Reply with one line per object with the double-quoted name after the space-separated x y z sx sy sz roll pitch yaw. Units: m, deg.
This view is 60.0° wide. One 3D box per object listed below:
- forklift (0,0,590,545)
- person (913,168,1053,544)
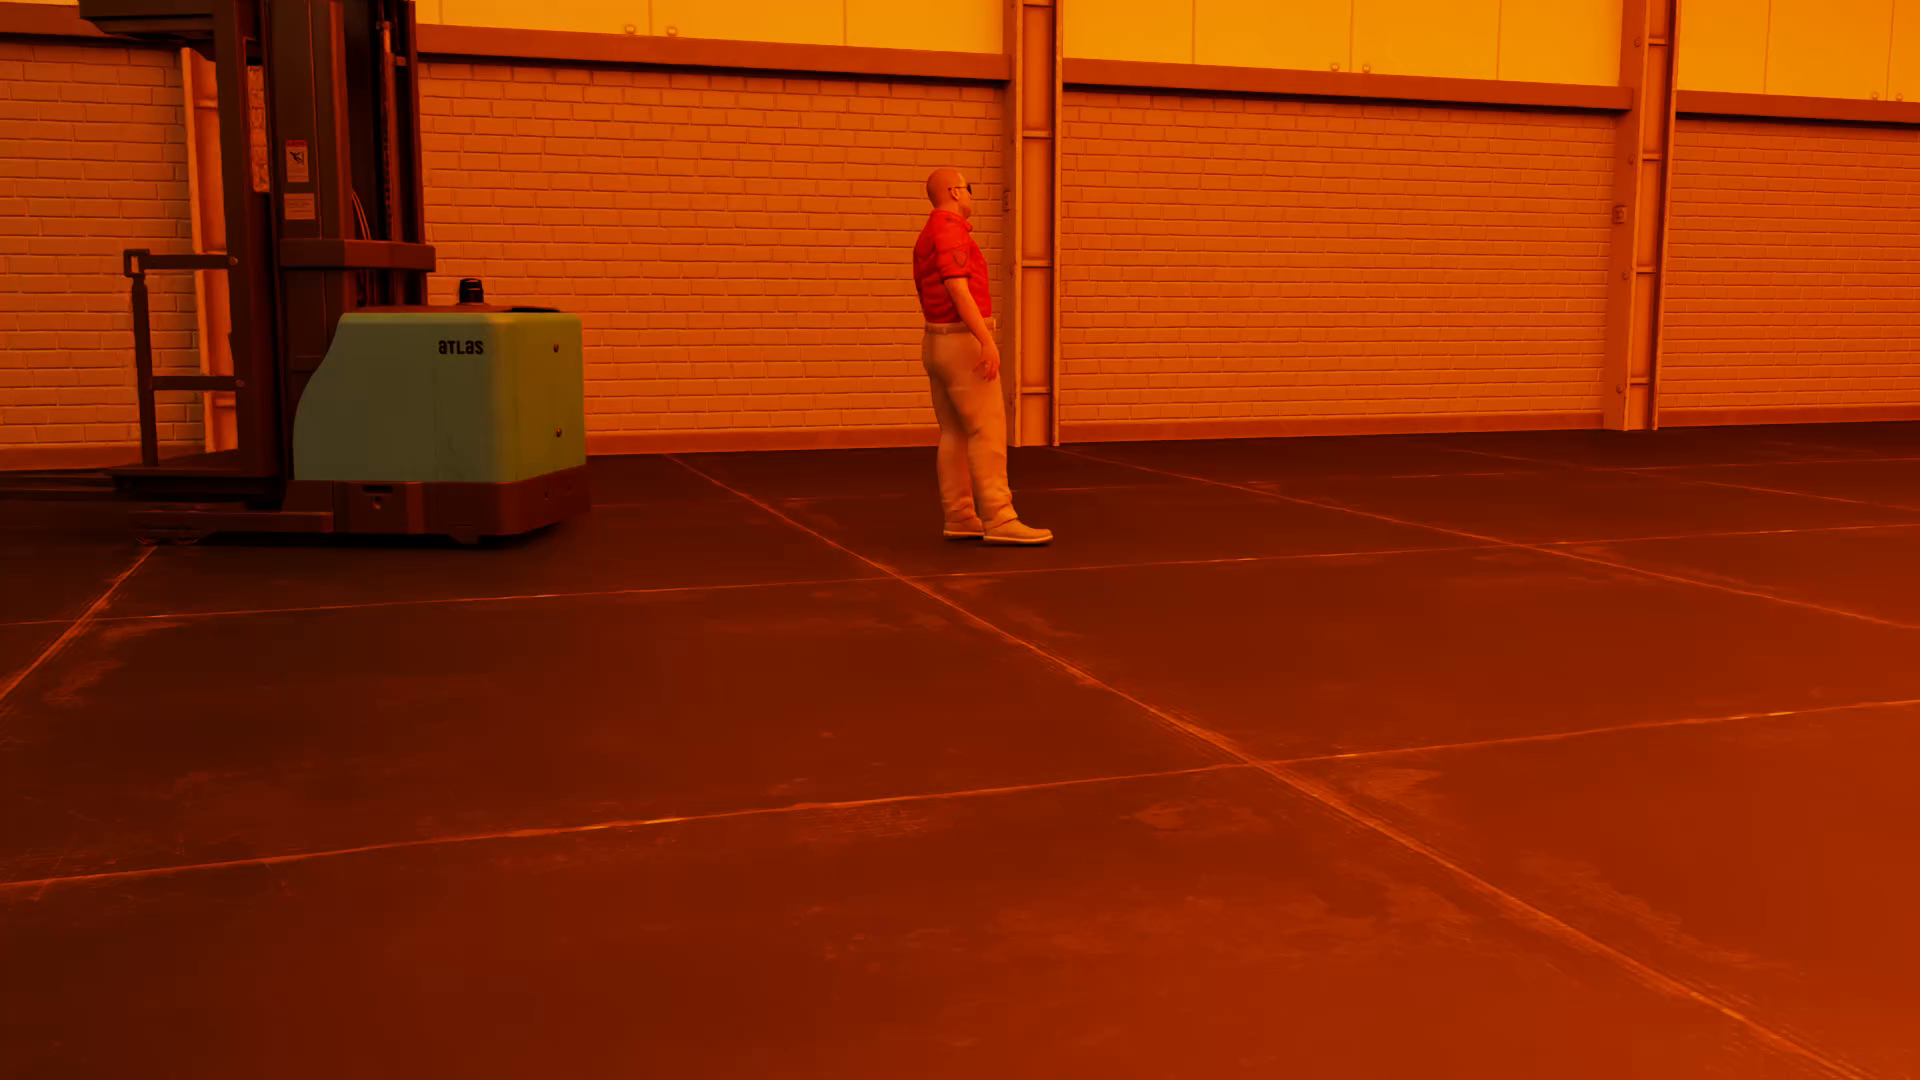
-3.441 -1.496 8.049 3.031 2.935 1.130 1 8 7 "forklift"
0.089 -0.867 7.824 0.550 1.728 0.641 -3 8 -18 "person"
